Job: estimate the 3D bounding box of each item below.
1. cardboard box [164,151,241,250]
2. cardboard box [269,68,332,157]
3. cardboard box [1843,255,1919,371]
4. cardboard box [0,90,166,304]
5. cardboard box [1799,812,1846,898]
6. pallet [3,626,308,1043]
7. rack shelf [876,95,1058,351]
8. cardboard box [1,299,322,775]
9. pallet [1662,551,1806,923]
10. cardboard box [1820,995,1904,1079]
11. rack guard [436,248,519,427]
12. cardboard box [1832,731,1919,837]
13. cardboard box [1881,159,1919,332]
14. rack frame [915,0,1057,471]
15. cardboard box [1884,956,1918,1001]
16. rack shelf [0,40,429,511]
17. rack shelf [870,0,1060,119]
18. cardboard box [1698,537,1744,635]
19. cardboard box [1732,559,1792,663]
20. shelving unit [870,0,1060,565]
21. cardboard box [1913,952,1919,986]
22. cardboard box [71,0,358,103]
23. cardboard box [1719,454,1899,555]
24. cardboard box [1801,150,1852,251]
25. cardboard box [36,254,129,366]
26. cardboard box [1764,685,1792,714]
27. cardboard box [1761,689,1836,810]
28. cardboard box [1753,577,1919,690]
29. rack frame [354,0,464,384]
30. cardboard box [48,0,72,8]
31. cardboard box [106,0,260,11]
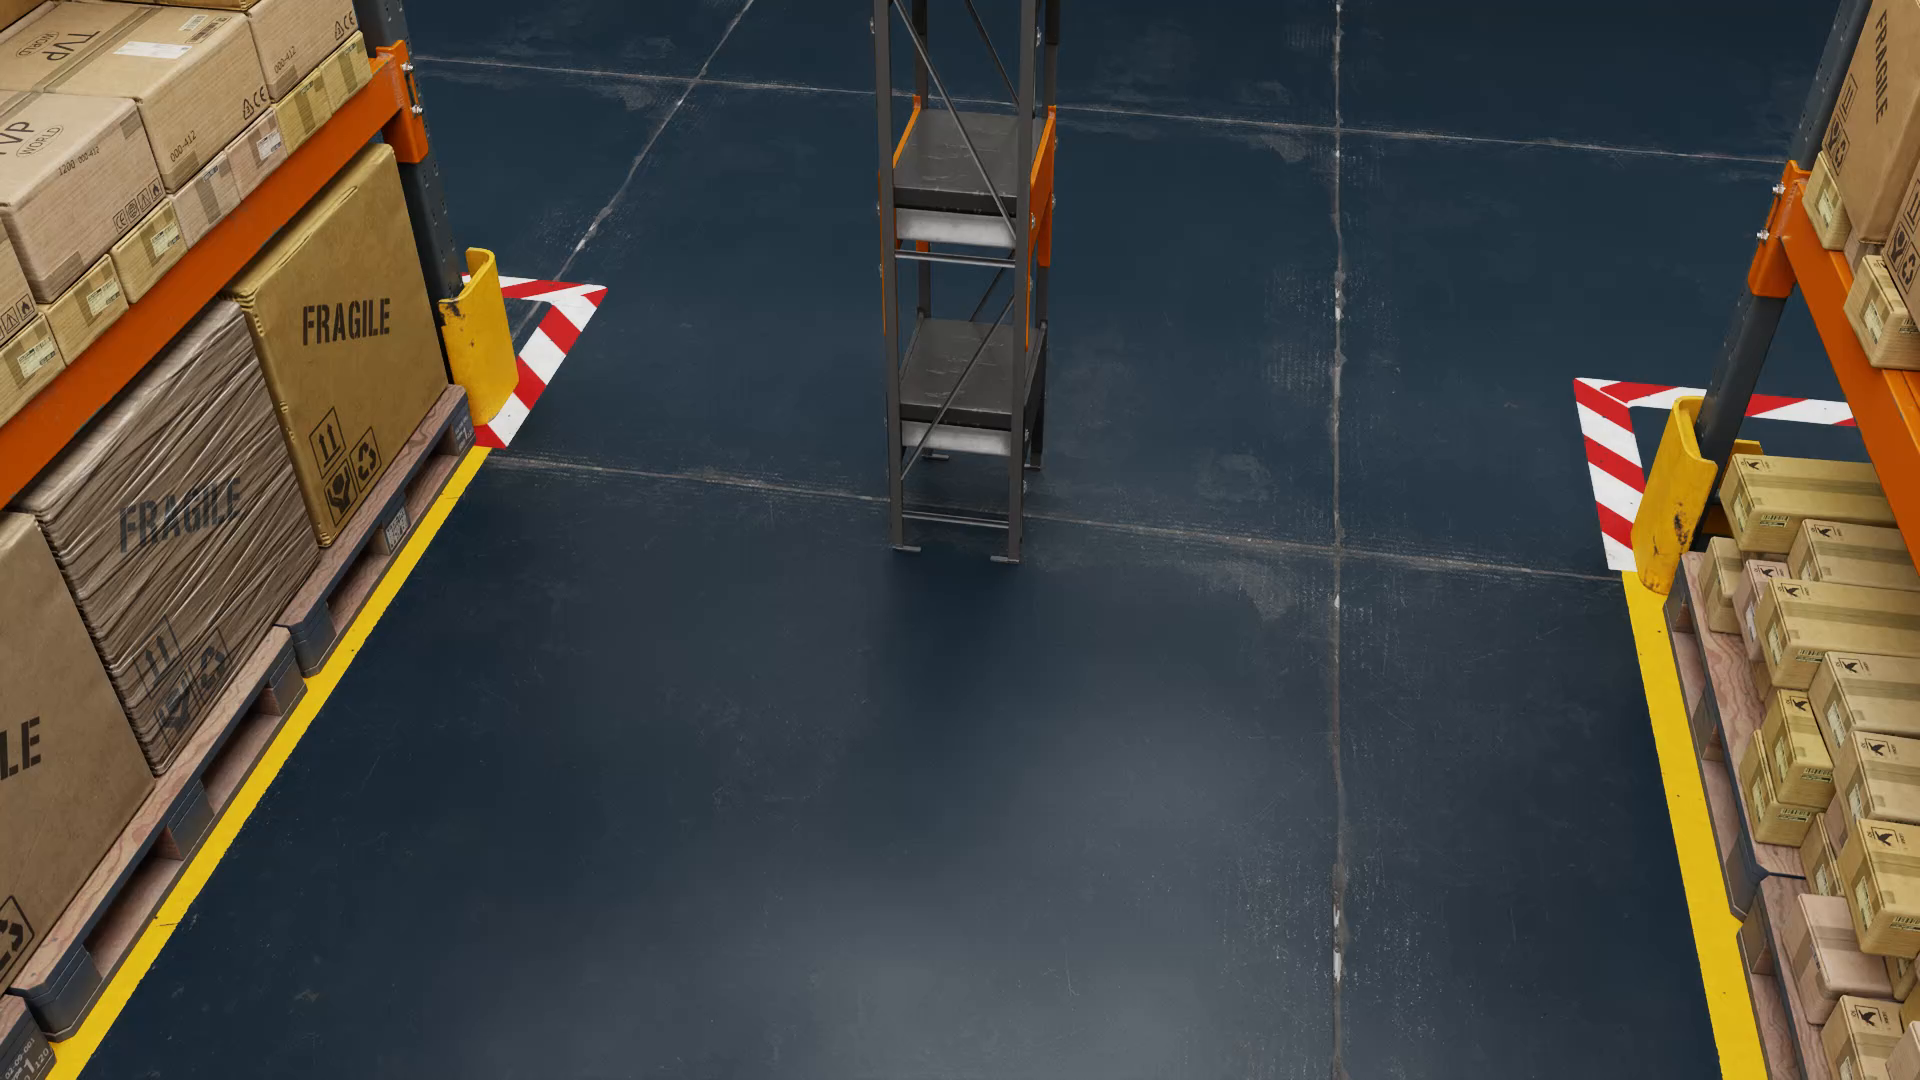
[{"bbox_3d":[-2.043,-0.862,4.136,0.380,0.149,0.250,7,40,8],"label":"cardboard box"},{"bbox_3d":[-1.954,-1.177,4.516,0.380,0.149,0.250,7,40,8],"label":"cardboard box"},{"bbox_3d":[2.213,-0.495,3.692,0.380,0.149,0.250,5,40,6],"label":"cardboard box"},{"bbox_3d":[-2.172,-0.782,3.726,0.500,0.250,0.500,5,40,6],"label":"cardboard box"},{"bbox_3d":[2.185,0.793,3.845,0.380,0.149,0.250,6,40,8],"label":"cardboard box"},{"bbox_3d":[-2.448,0.652,4.296,1.003,0.211,1.213,6,40,8],"label":"pallet"},{"bbox_3d":[0.029,-0.903,4.715,0.431,0.518,0.480,6,40,8],"label":"rack shelf"},{"bbox_3d":[-2.363,-0.058,4.304,0.875,0.875,0.875,6,40,8],"label":"cardboard box"},{"bbox_3d":[2.506,0.542,4.429,1.003,0.211,1.213,6,40,8],"label":"pallet"},{"bbox_3d":[2.034,1.116,3.453,0.380,0.149,0.250,6,40,8],"label":"cardboard box"},{"bbox_3d":[-2.169,-0.748,5.763,1.175,0.500,0.348,6,40,8],"label":"rack guard"},{"bbox_3d":[2.151,0.581,3.634,0.380,0.149,0.250,8,40,9],"label":"cardboard box"},{"bbox_3d":[2.277,-0.649,3.370,0.500,0.500,0.500,6,40,8],"label":"cardboard box"},{"bbox_3d":[0.071,-1.066,4.892,0.400,2.100,0.015,6,40,8],"label":"rack frame"},{"bbox_3d":[2.183,0.866,3.522,0.380,0.149,0.250,8,40,10],"label":"cardboard box"},{"bbox_3d":[-2.519,-0.164,3.659,1.077,0.370,4.000,6,40,8],"label":"rack shelf"},{"bbox_3d":[0.029,-1.442,4.269,0.431,0.518,0.480,6,40,8],"label":"rack shelf"},{"bbox_3d":[2.288,0.144,4.629,0.380,0.149,0.250,7,40,9],"label":"cardboard box"},{"bbox_3d":[2.248,0.202,4.326,0.380,0.149,0.250,6,40,7],"label":"cardboard box"},{"bbox_3d":[0.029,-0.913,4.707,0.431,2.100,0.503,6,40,8],"label":"shelving unit"},{"bbox_3d":[2.112,0.909,3.237,0.380,0.149,0.250,6,40,8],"label":"cardboard box"},{"bbox_3d":[-1.996,-1.420,4.498,0.500,0.250,0.500,6,40,7],"label":"cardboard box"},{"bbox_3d":[2.269,-0.087,4.442,0.380,0.149,0.250,5,40,6],"label":"cardboard box"},{"bbox_3d":[2.315,-0.822,4.088,0.380,0.149,0.250,6,40,7],"label":"cardboard box"},{"bbox_3d":[-2.130,-0.536,3.741,0.380,0.149,0.250,7,40,8],"label":"cardboard box"},{"bbox_3d":[2.288,0.474,4.230,0.380,0.149,0.250,7,40,8],"label":"cardboard box"},{"bbox_3d":[2.141,0.515,3.948,0.380,0.149,0.250,8,40,9],"label":"cardboard box"},{"bbox_3d":[2.170,0.243,4.043,0.380,0.149,0.250,6,40,8],"label":"cardboard box"},{"bbox_3d":[-2.173,-1.697,4.948,1.000,3.000,0.127,6,40,8],"label":"rack frame"},{"bbox_3d":[-2.522,-1.482,4.573,0.500,0.250,0.500,5,40,6],"label":"cardboard box"},{"bbox_3d":[-1.999,-1.708,4.257,0.500,0.500,0.500,7,40,8],"label":"cardboard box"}]
